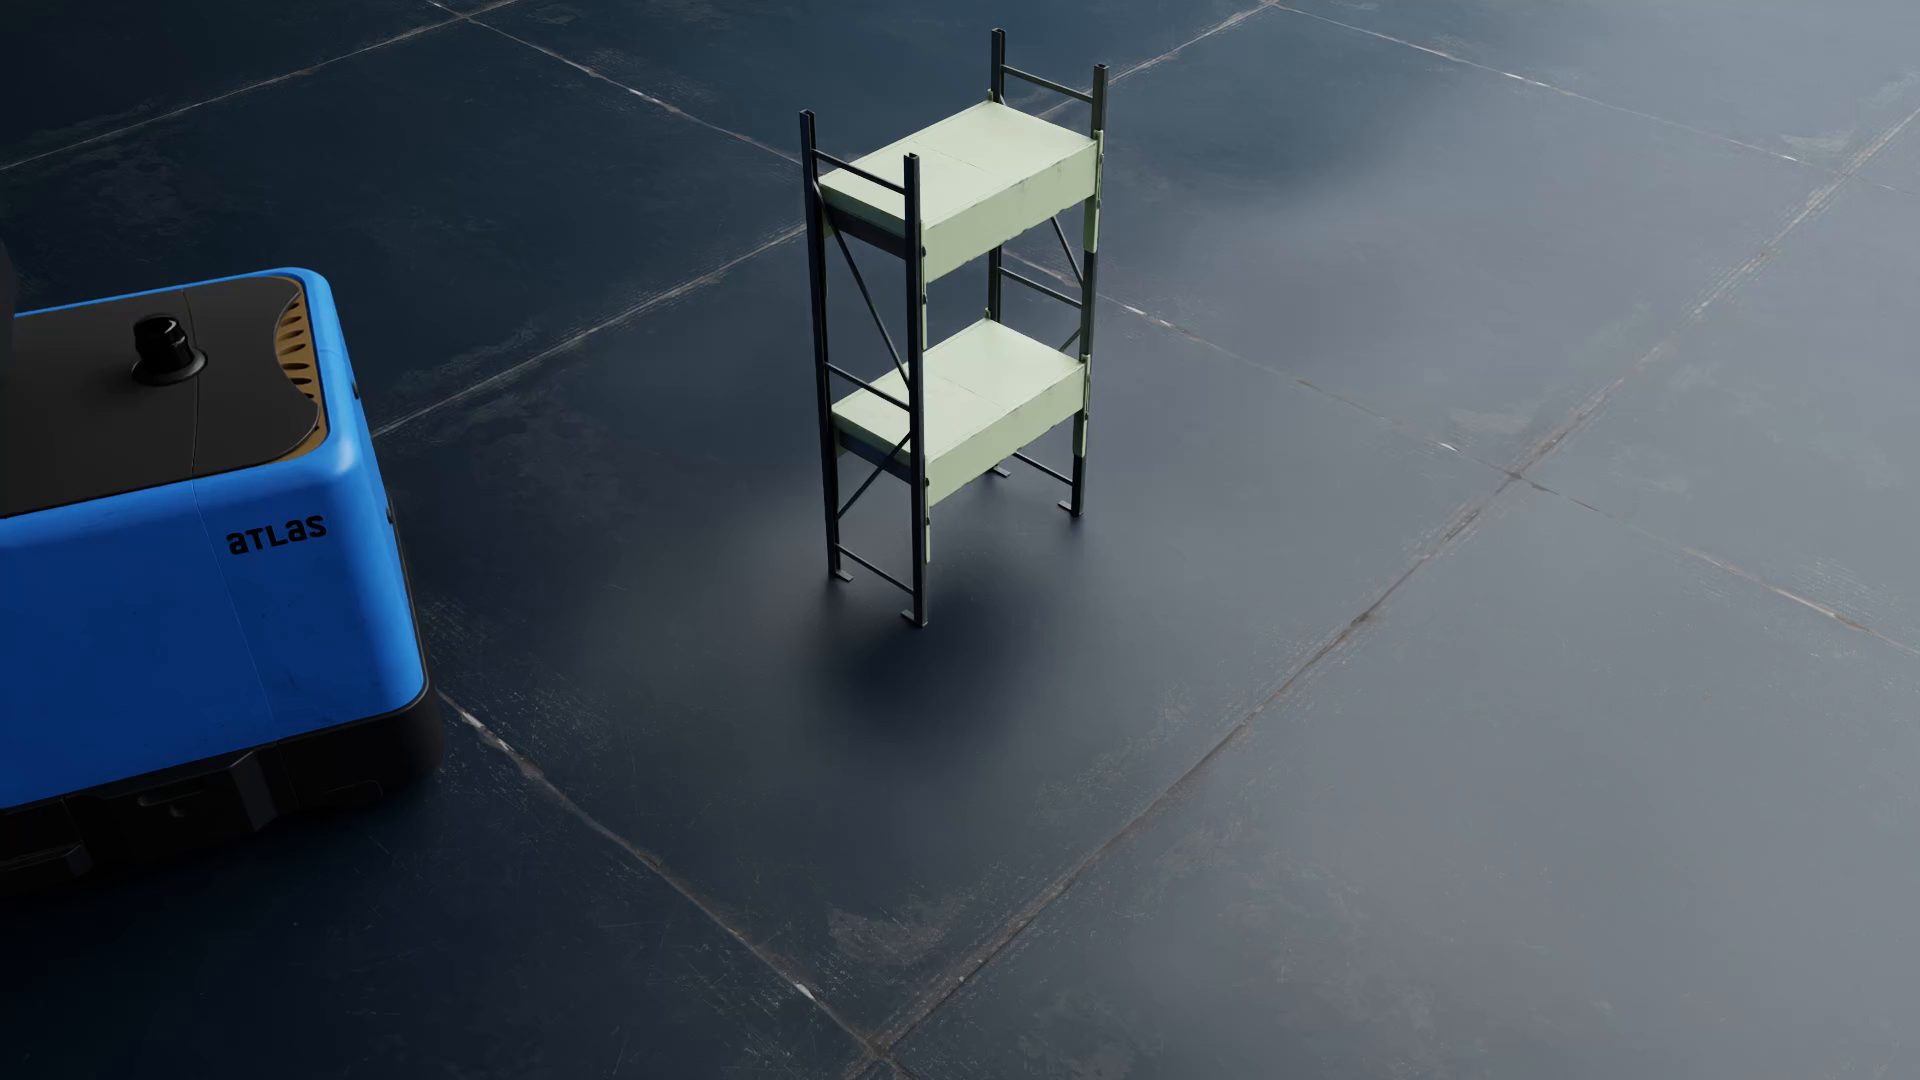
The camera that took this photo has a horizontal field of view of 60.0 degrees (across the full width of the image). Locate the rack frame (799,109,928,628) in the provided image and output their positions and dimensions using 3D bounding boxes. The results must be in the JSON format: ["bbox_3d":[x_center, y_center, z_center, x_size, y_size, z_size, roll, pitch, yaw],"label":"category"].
[{"bbox_3d":[-0.251,-0.416,4.568,0.400,1.500,0.023,30,47,32],"label":"rack frame"}]

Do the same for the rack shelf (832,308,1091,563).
[{"bbox_3d":[-0.005,-0.329,4.982,0.431,0.370,0.720,30,47,32],"label":"rack shelf"}]

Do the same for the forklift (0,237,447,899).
[{"bbox_3d":[-2.937,-0.443,3.452,3.031,2.935,1.130,-14,41,-17],"label":"forklift"}]

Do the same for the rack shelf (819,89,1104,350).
[{"bbox_3d":[-0.004,-0.889,4.536,0.431,0.370,0.720,30,47,32],"label":"rack shelf"}]

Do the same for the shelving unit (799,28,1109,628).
[{"bbox_3d":[-0.005,-0.584,4.779,0.431,1.500,0.755,30,47,32],"label":"shelving unit"}]

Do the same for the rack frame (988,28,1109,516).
[{"bbox_3d":[0.242,-0.752,4.991,0.400,1.500,0.023,30,47,32],"label":"rack frame"}]
